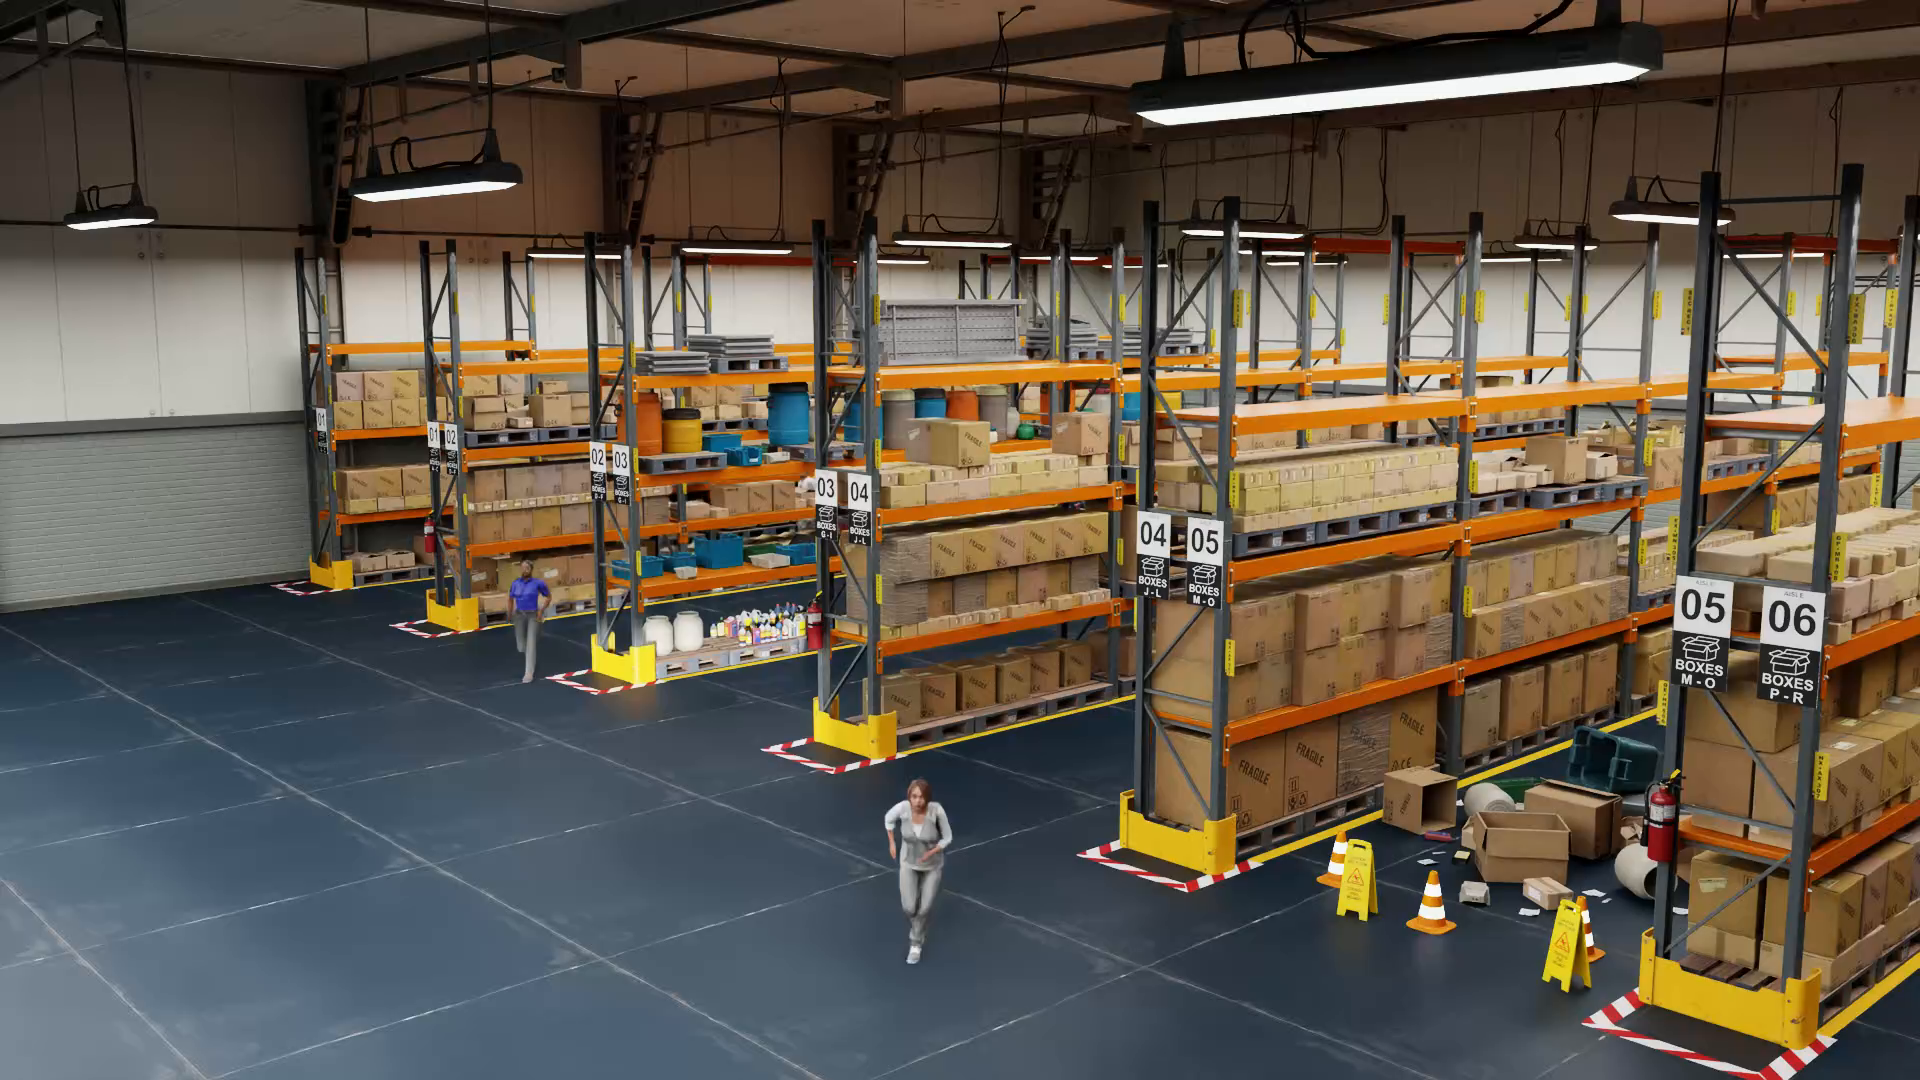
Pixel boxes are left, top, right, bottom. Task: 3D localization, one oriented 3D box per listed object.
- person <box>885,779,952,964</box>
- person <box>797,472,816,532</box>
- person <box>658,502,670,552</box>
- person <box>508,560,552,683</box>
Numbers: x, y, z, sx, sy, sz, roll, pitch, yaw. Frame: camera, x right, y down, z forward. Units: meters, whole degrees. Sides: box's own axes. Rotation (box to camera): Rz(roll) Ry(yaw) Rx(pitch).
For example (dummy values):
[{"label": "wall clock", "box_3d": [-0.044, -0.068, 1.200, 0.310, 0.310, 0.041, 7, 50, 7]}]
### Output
[{"label": "person", "box_3d": [-0.324, 2.561, 12.908, 0.527, 1.515, 0.668, 0, 8, -1]}, {"label": "person", "box_3d": [-3.035, -0.632, 33.768, 0.718, 1.763, 0.711, -6, 10, -37]}, {"label": "person", "box_3d": [-5.611, -0.195, 31.032, 0.538, 1.659, 0.604, -7, 11, -41]}, {"label": "person", "box_3d": [-5.842, 1.076, 22.591, 0.588, 1.632, 0.682, 0, 8, 1]}]
